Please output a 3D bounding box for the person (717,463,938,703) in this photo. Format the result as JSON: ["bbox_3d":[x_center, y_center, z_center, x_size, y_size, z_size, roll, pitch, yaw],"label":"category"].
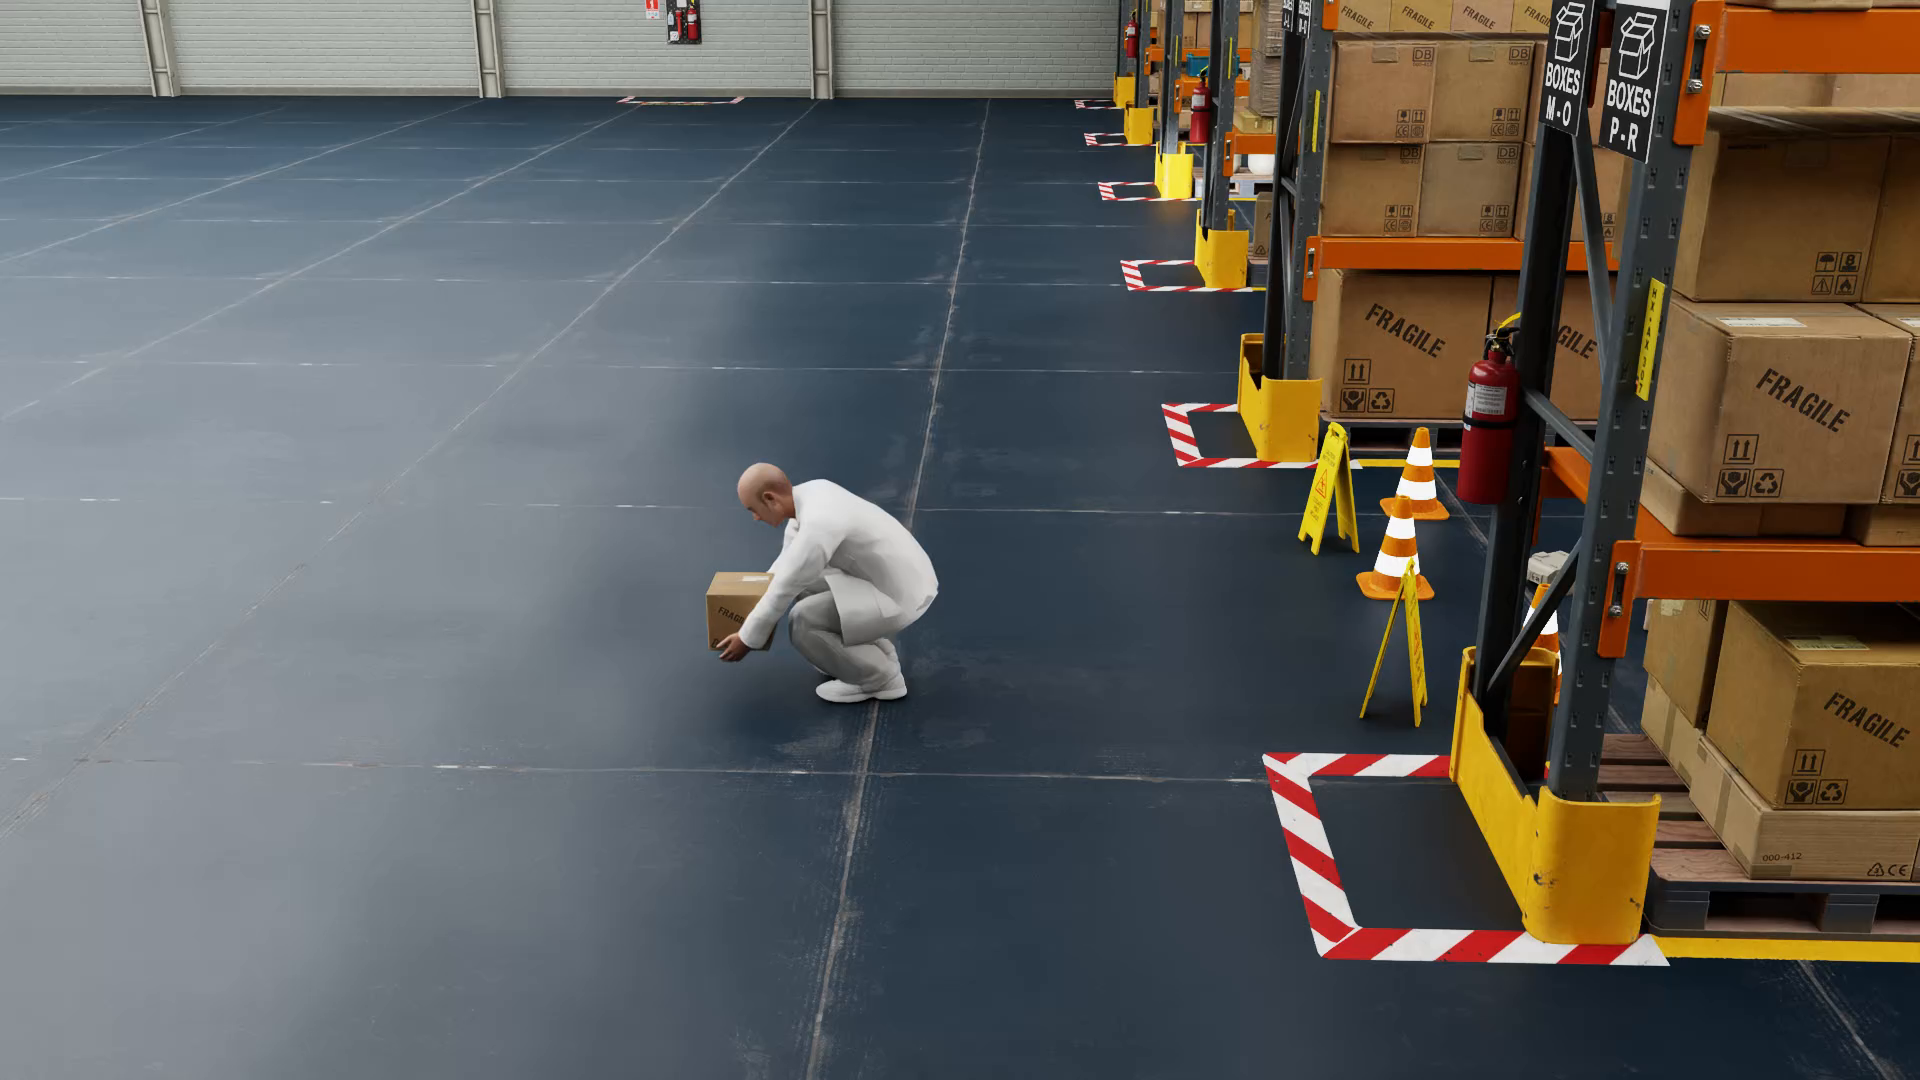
[{"bbox_3d":[-0.543,0.146,6.833,0.909,0.995,0.604,1,20,2],"label":"person"}]
